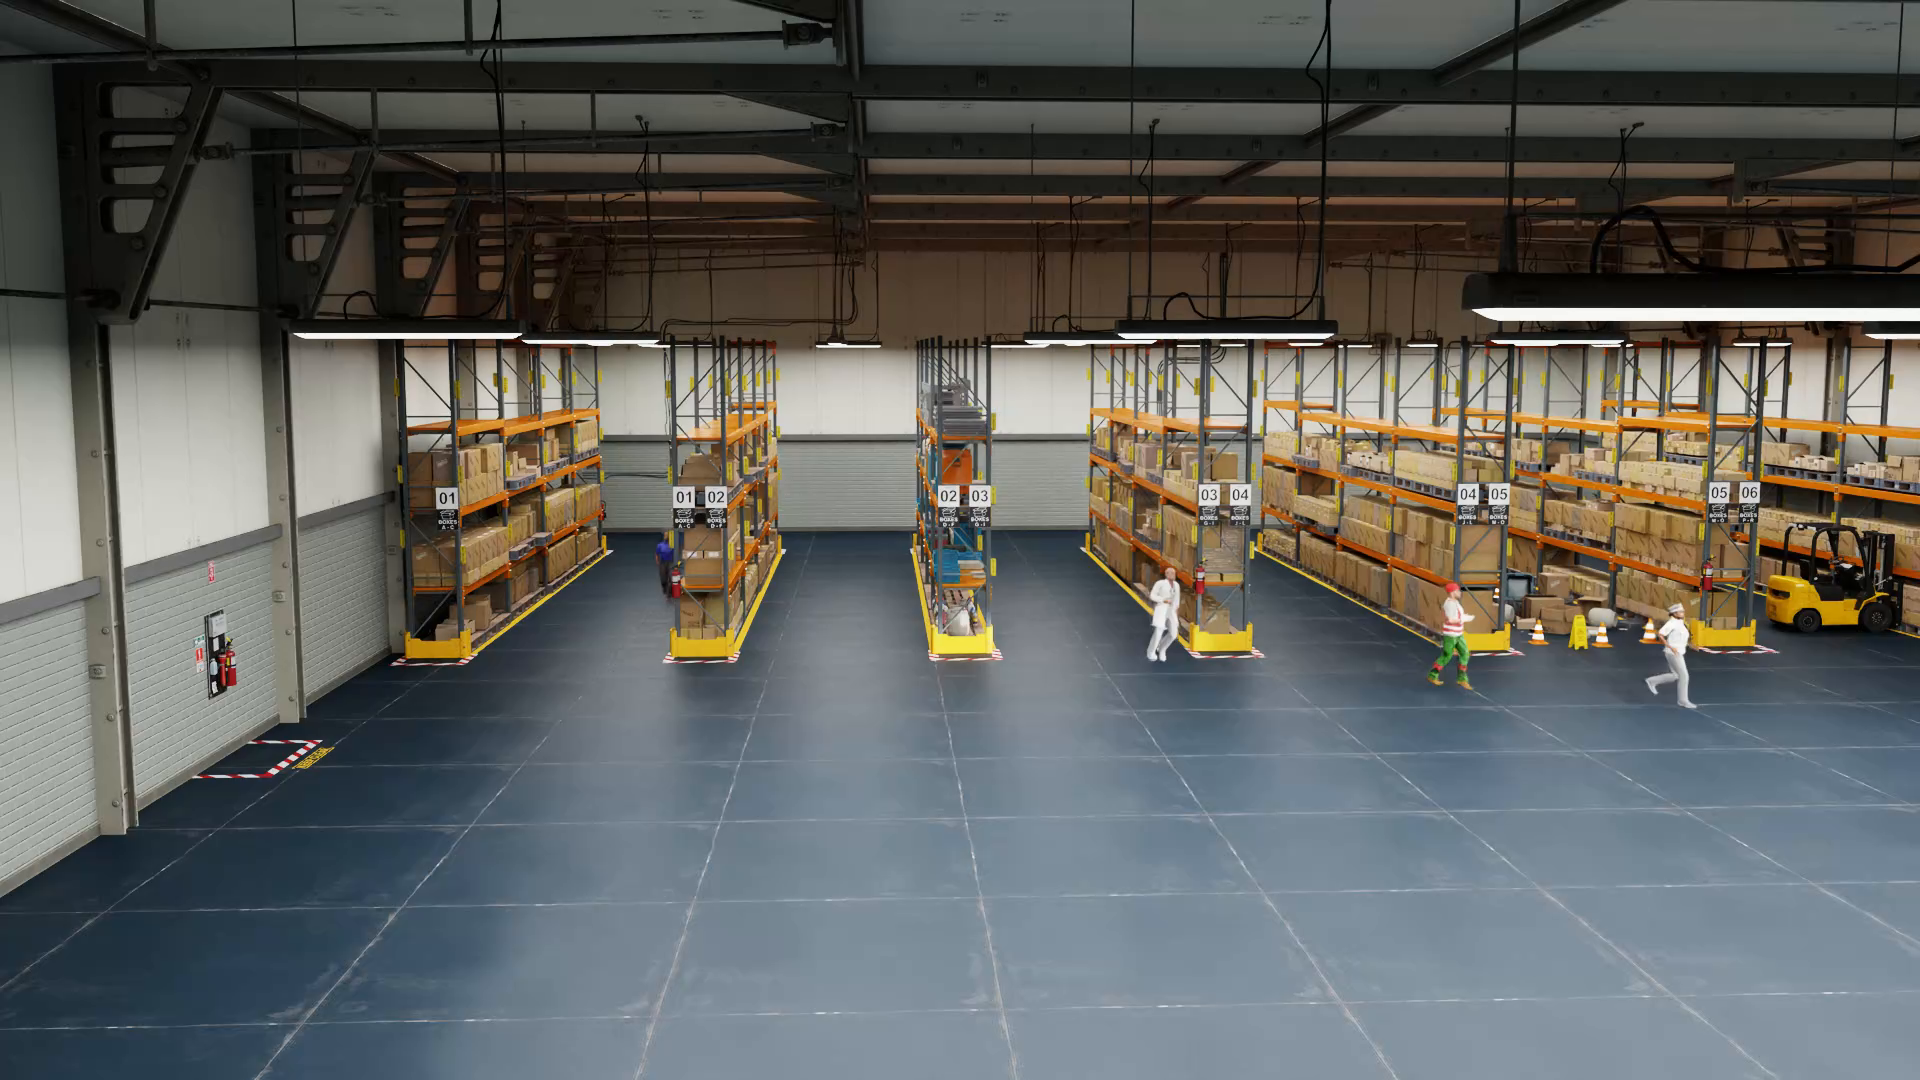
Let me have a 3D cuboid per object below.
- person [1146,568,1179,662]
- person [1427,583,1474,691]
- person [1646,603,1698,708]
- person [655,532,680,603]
[{"bbox_3d":[3.851,1.385,30.759,0.714,1.746,0.690,-2,7,-21],"label":"person"},{"bbox_3d":[8.317,1.635,28.129,0.775,1.840,0.639,4,8,32],"label":"person"},{"bbox_3d":[11.547,1.850,26.930,0.803,1.696,0.579,5,8,38],"label":"person"},{"bbox_3d":[-6.706,0.614,38.126,0.576,1.607,0.565,-1,7,-7],"label":"person"}]
